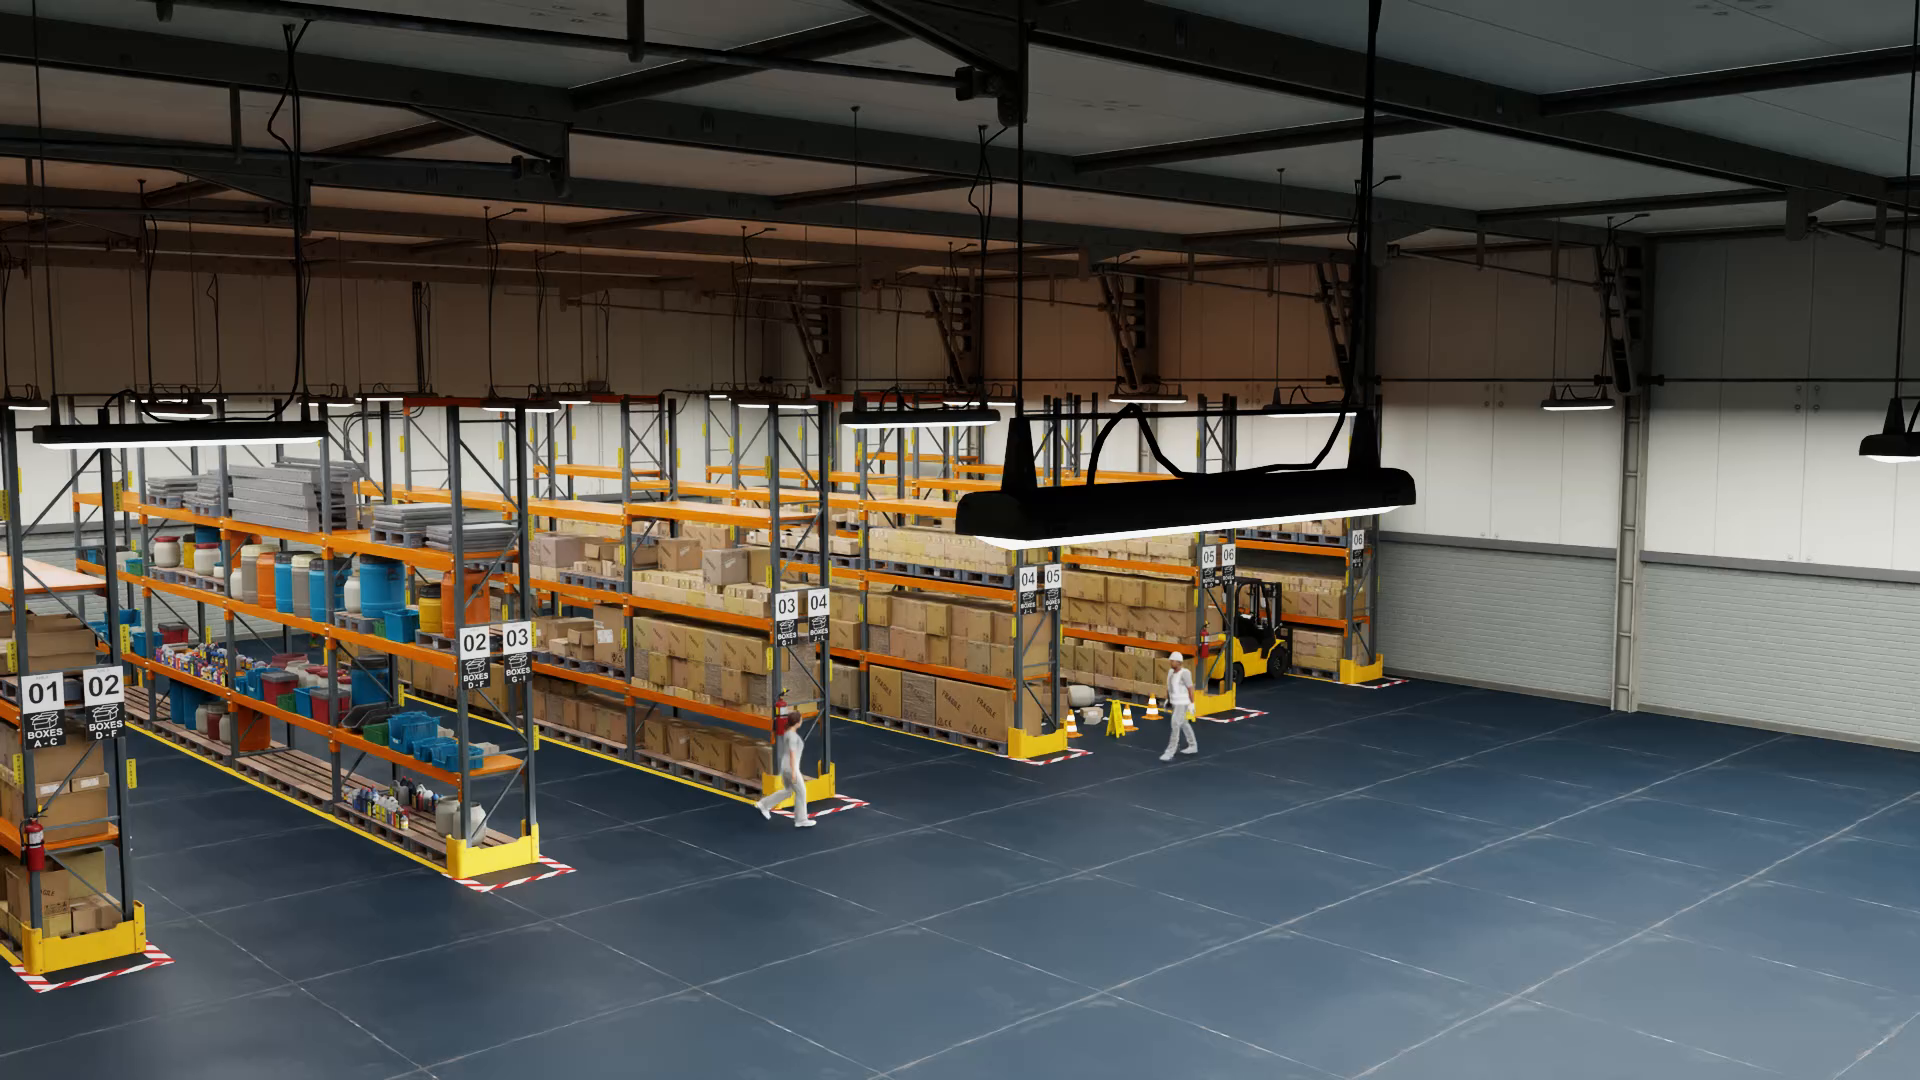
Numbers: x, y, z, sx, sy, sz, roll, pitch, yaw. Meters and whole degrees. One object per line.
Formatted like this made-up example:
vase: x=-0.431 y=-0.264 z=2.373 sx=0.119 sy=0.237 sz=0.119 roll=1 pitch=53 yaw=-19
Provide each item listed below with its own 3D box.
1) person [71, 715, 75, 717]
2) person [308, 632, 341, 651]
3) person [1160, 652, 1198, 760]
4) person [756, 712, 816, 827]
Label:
person: x=-15.318 y=2.757 z=28.504 sx=0.563 sy=1.605 sz=1.064 roll=-5 pitch=7 yaw=-40
person: x=-14.802 y=1.693 z=38.762 sx=1.085 sy=1.719 sz=0.585 roll=2 pitch=6 yaw=20
person: x=3.633 y=2.750 z=27.886 sx=0.823 sy=1.760 sz=0.584 roll=-2 pitch=6 yaw=-18
person: x=-2.467 y=3.234 z=23.527 sx=0.854 sy=1.638 sz=0.443 roll=0 pitch=6 yaw=-2
